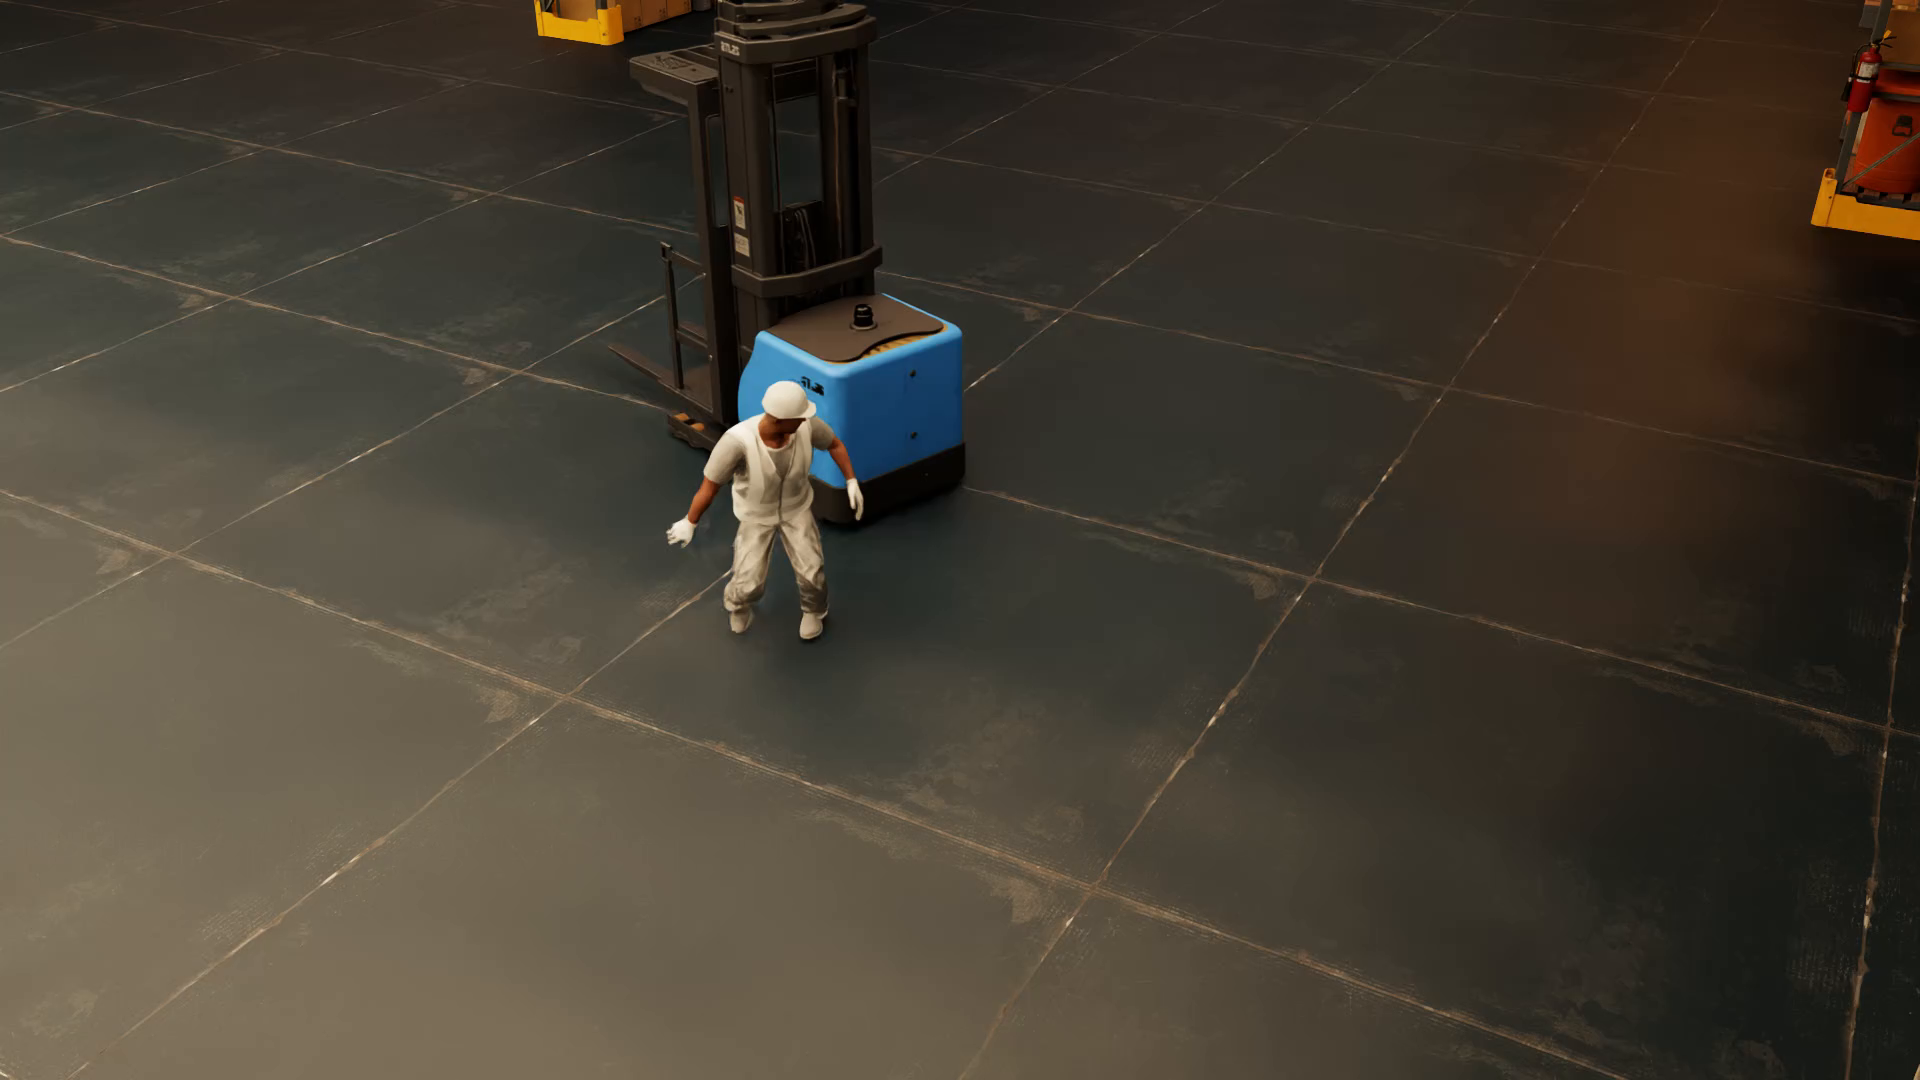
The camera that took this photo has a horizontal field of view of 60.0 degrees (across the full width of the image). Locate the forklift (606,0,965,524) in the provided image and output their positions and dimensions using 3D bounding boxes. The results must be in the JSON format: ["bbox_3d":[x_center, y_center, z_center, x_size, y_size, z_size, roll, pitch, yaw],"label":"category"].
[{"bbox_3d":[-1.312,-2.027,10.583,1.130,2.935,3.031,-23,37,-35],"label":"forklift"}]

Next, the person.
[{"bbox_3d":[-1.020,-0.136,8.700,1.015,1.625,0.540,-11,32,-19],"label":"person"}]
